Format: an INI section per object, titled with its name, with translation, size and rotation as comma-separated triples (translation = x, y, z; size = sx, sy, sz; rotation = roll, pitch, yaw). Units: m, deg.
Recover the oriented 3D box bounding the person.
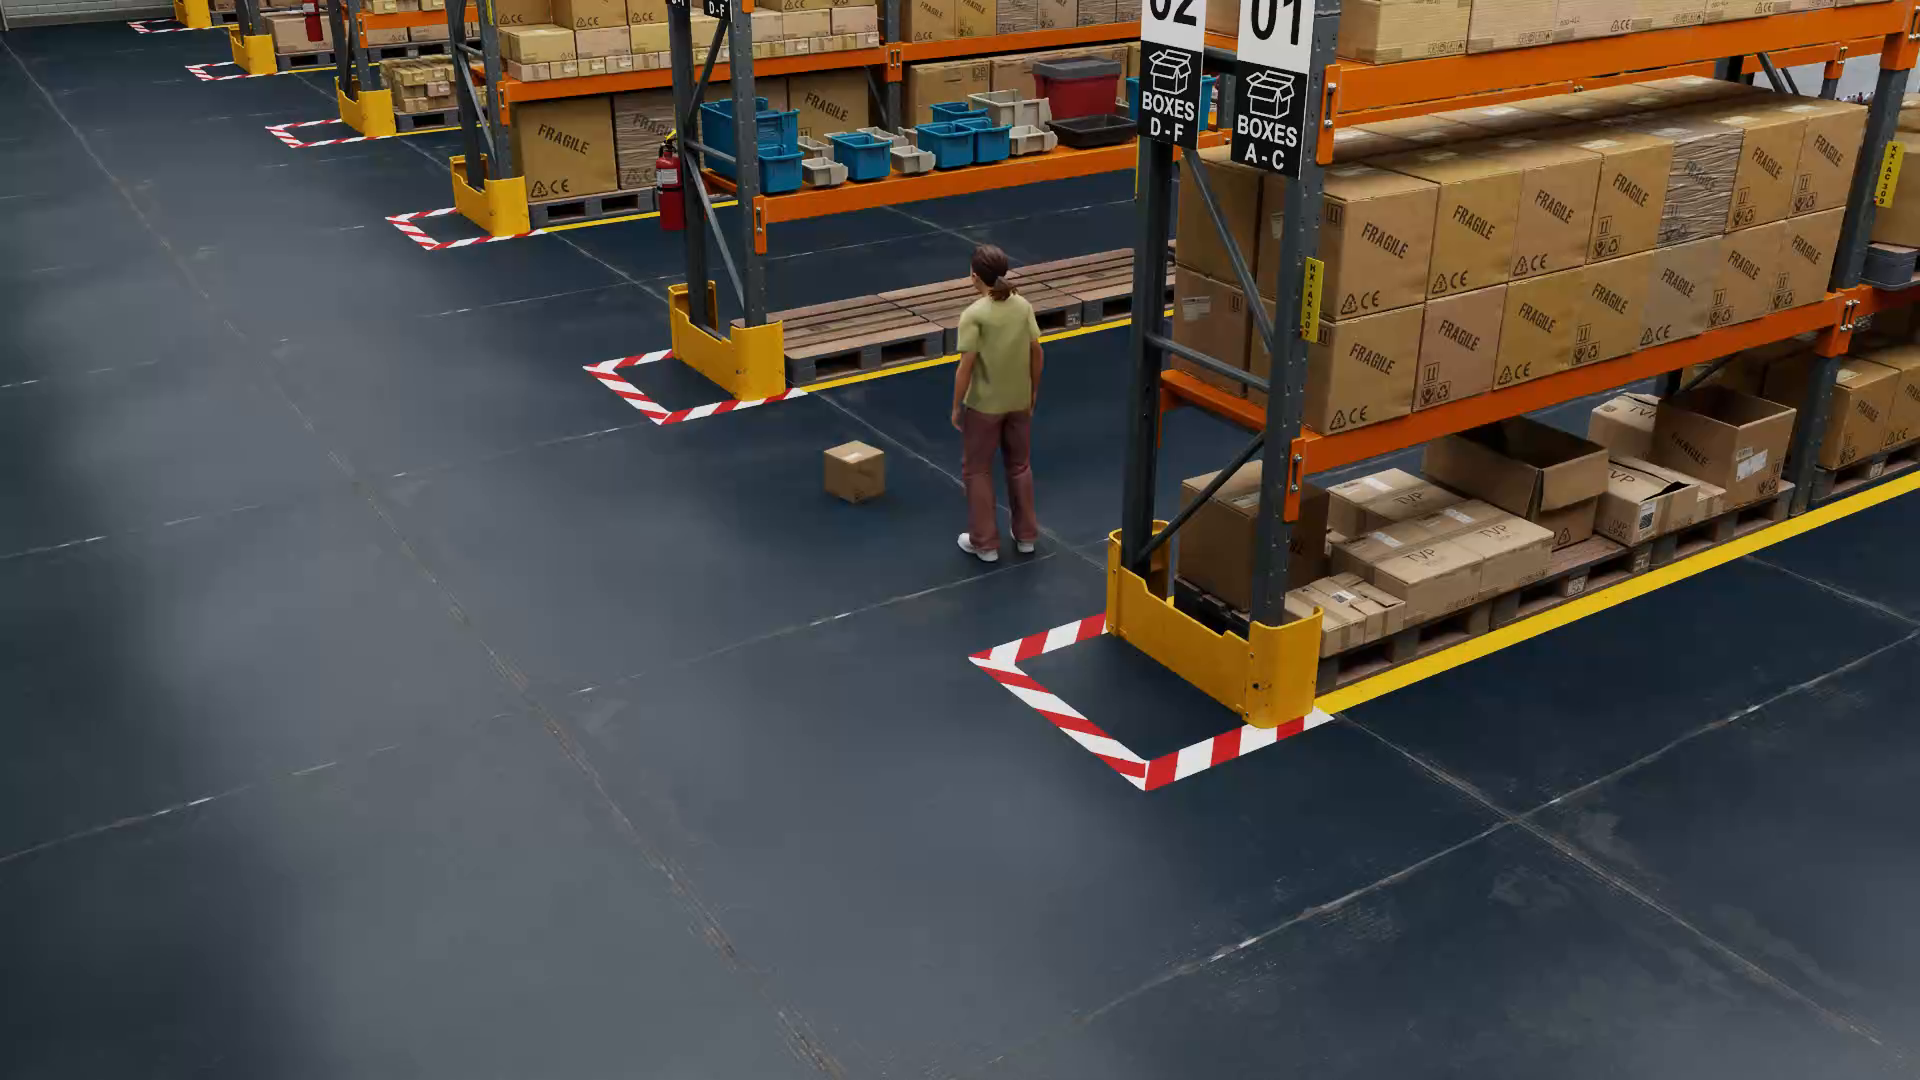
[person]
translation = 0.185, -0.700, 8.597
size = 0.520, 1.673, 0.350
rotation = -13, 28, -25
